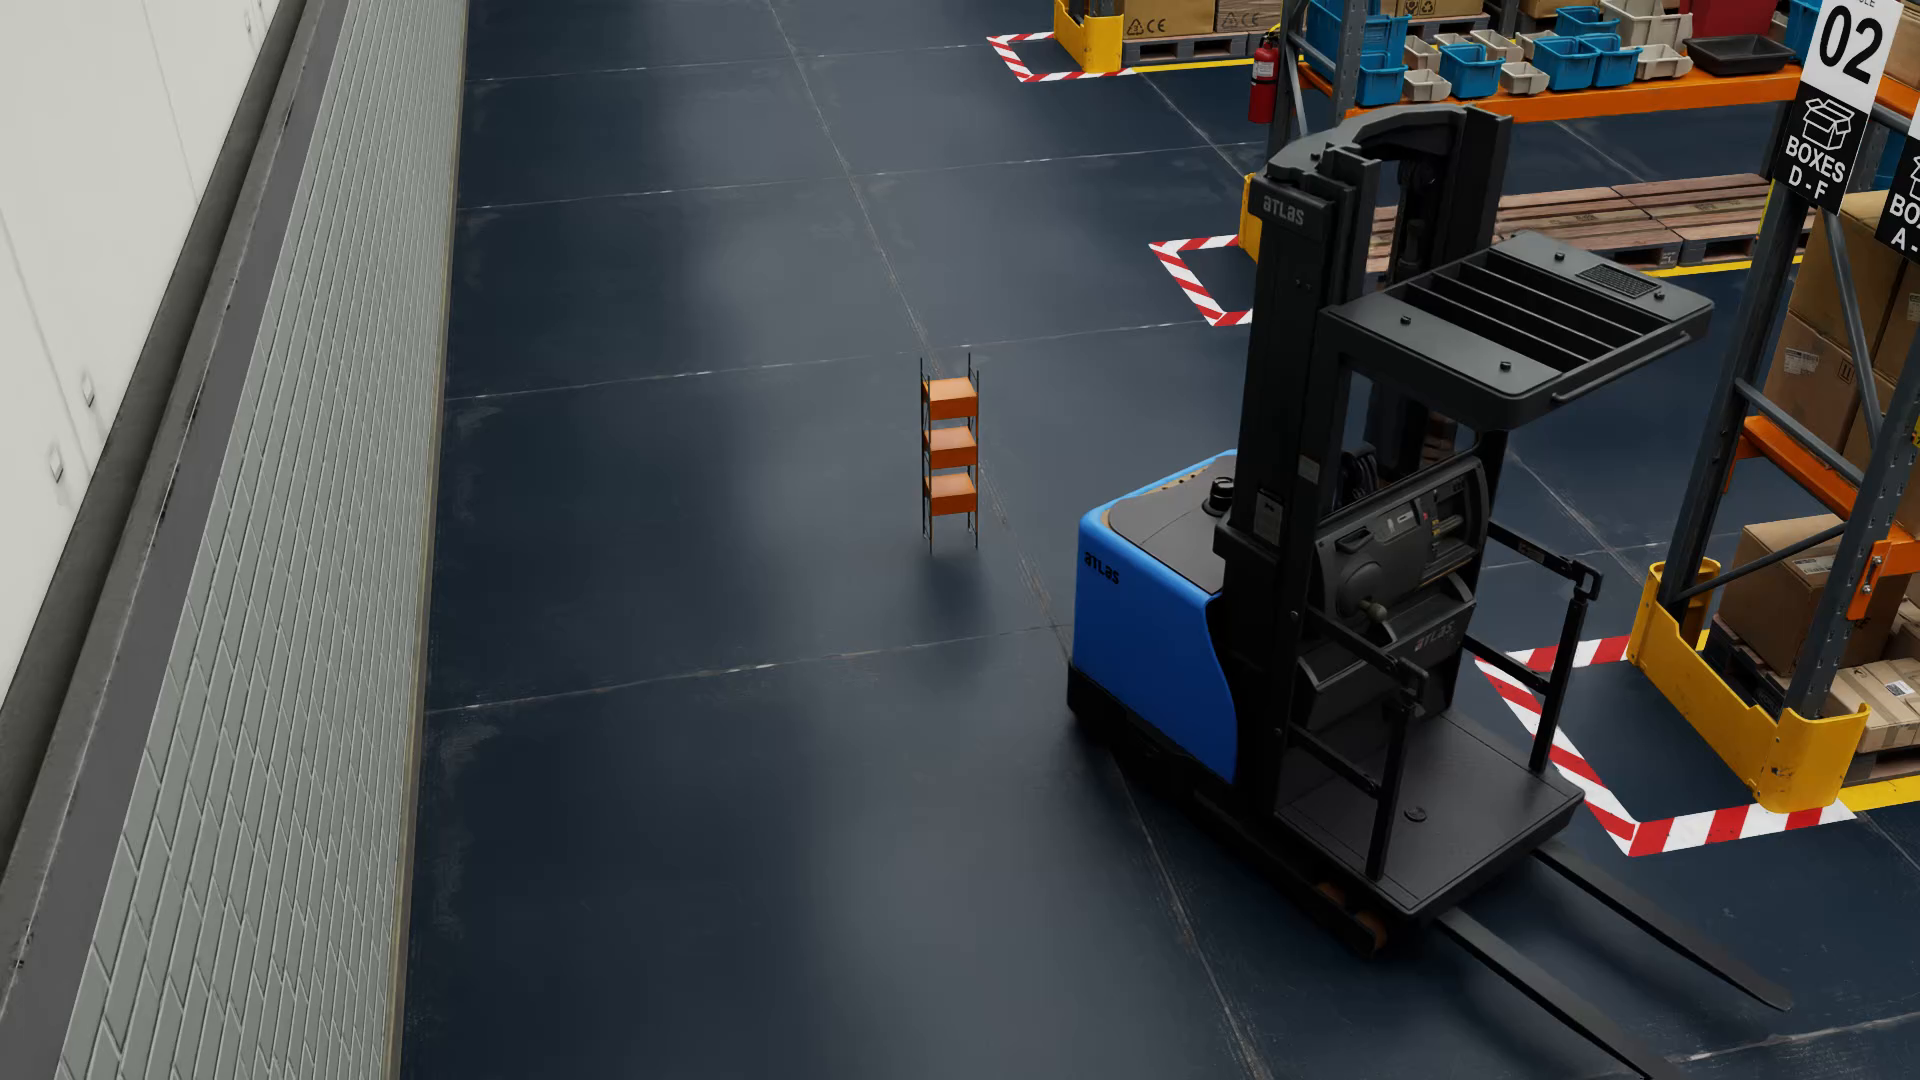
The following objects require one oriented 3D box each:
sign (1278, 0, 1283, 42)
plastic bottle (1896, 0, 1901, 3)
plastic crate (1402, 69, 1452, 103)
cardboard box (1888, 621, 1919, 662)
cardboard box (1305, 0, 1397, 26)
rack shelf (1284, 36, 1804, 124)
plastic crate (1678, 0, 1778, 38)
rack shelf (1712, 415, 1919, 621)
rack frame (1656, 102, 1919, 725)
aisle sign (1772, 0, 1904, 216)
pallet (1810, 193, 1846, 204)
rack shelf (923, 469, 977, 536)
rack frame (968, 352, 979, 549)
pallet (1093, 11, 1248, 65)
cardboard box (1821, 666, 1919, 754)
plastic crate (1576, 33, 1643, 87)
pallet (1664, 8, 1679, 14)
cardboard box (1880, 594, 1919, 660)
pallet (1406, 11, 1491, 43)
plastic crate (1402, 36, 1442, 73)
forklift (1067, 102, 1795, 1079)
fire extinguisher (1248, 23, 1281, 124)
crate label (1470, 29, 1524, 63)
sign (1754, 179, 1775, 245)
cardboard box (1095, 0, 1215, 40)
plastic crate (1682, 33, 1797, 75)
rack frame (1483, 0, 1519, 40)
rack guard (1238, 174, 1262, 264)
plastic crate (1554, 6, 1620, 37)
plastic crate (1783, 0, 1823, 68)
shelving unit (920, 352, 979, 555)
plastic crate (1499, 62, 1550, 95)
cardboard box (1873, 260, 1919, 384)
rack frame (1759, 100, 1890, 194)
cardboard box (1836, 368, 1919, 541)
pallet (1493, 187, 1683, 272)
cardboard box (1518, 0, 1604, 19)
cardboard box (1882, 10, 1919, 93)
[{"bbox_3d":[2.158,-3.468,11.080,0.005,0.325,0.100,-7,35,-11],"label":"sign"},{"bbox_3d":[6.725,-3.824,11.861,0.133,0.283,0.061,-7,35,-11],"label":"plastic bottle"},{"bbox_3d":[2.939,-2.865,10.510,0.298,0.136,0.250,-7,35,-11],"label":"plastic crate"},{"bbox_3d":[4.465,0.574,7.275,0.500,0.250,0.500,-7,35,-11],"label":"cardboard box"},{"bbox_3d":[3.564,-5.431,15.681,0.875,0.875,0.875,-7,35,-11],"label":"cardboard box"},{"bbox_3d":[4.246,-3.051,11.250,4.000,0.370,1.077,-7,35,-11],"label":"rack shelf"},{"bbox_3d":[5.270,-3.673,11.421,0.583,0.464,0.402,-7,35,-11],"label":"plastic crate"},{"bbox_3d":[5.335,-0.358,7.237,4.000,0.370,1.077,-7,35,-11],"label":"rack shelf"},{"bbox_3d":[3.384,-0.411,6.670,0.127,3.000,1.000,-7,35,-11],"label":"rack frame"},{"bbox_3d":[3.250,-1.648,6.182,0.004,0.787,0.394,-7,35,-11],"label":"aisle sign"},{"bbox_3d":[6.958,-2.510,12.300,1.213,0.211,1.003,-7,35,-11],"label":"pallet"},{"bbox_3d":[-0.052,-0.190,8.608,0.240,0.259,0.215,-7,35,-11],"label":"rack shelf"},{"bbox_3d":[0.067,-0.444,8.470,0.008,1.050,0.200,-7,35,-11],"label":"rack frame"},{"bbox_3d":[1.965,-4.778,15.681,1.213,0.211,1.003,-7,35,-11],"label":"pallet"},{"bbox_3d":[3.868,0.726,7.141,0.250,0.149,0.380,-7,35,-11],"label":"cardboard box"},{"bbox_3d":[4.185,-3.109,10.788,0.300,0.233,0.416,-7,35,-11],"label":"plastic crate"},{"bbox_3d":[7.032,-5.417,16.633,1.213,0.211,1.003,-7,35,-11],"label":"pallet"},{"bbox_3d":[4.275,0.381,7.638,0.250,0.166,0.380,-7,35,-11],"label":"cardboard box"},{"bbox_3d":[4.345,-5.078,16.128,1.213,0.211,1.003,-7,35,-11],"label":"pallet"},{"bbox_3d":[3.050,-3.218,11.036,0.243,0.136,0.396,-7,35,-11],"label":"plastic crate"},{"bbox_3d":[1.778,0.057,6.034,1.130,2.935,3.031,-23,40,-30],"label":"forklift"},{"bbox_3d":[2.048,-3.145,11.149,0.183,0.674,0.296,-7,35,-11],"label":"fire extinguisher"},{"bbox_3d":[3.602,-3.293,11.148,0.243,0.136,0.396,-7,35,-11],"label":"crate label"},{"bbox_3d":[3.281,-1.327,6.713,0.005,0.325,0.100,-7,35,-11],"label":"sign"},{"bbox_3d":[1.809,-5.210,15.351,0.875,0.875,0.875,-7,35,-11],"label":"cardboard box"},{"bbox_3d":[5.164,-3.222,11.053,0.590,0.125,0.437,-7,35,-11],"label":"plastic crate"},{"bbox_3d":[5.104,-6.287,15.427,0.127,3.000,1.000,-7,35,-11],"label":"rack frame"},{"bbox_3d":[2.274,-2.056,11.364,0.348,0.500,1.175,-7,35,-11],"label":"rack guard"},{"bbox_3d":[4.241,-3.451,11.297,0.300,0.233,0.416,-7,35,-11],"label":"plastic crate"},{"bbox_3d":[5.816,-3.371,11.042,0.575,0.384,0.392,-7,35,-11],"label":"plastic crate"},{"bbox_3d":[-0.052,-0.429,8.448,0.252,1.050,0.215,-7,35,-11],"label":"shelving unit"},{"bbox_3d":[3.601,-2.948,10.634,0.298,0.136,0.250,-7,35,-11],"label":"plastic crate"},{"bbox_3d":[3.875,-0.779,6.232,0.500,0.500,0.500,-6,34,-9],"label":"cardboard box"},{"bbox_3d":[6.196,-3.595,11.416,0.127,3.000,1.000,-7,35,-11],"label":"rack frame"},{"bbox_3d":[3.875,-0.364,6.510,0.500,0.500,0.500,-6,34,-10],"label":"cardboard box"},{"bbox_3d":[4.295,-2.174,11.800,1.213,0.211,1.003,-7,35,-11],"label":"pallet"},{"bbox_3d":[5.724,-5.669,16.035,0.875,0.875,1.225,-7,35,-10],"label":"cardboard box"},{"bbox_3d":[3.827,-1.801,6.184,0.500,0.250,0.500,-7,35,-11],"label":"cardboard box"}]
